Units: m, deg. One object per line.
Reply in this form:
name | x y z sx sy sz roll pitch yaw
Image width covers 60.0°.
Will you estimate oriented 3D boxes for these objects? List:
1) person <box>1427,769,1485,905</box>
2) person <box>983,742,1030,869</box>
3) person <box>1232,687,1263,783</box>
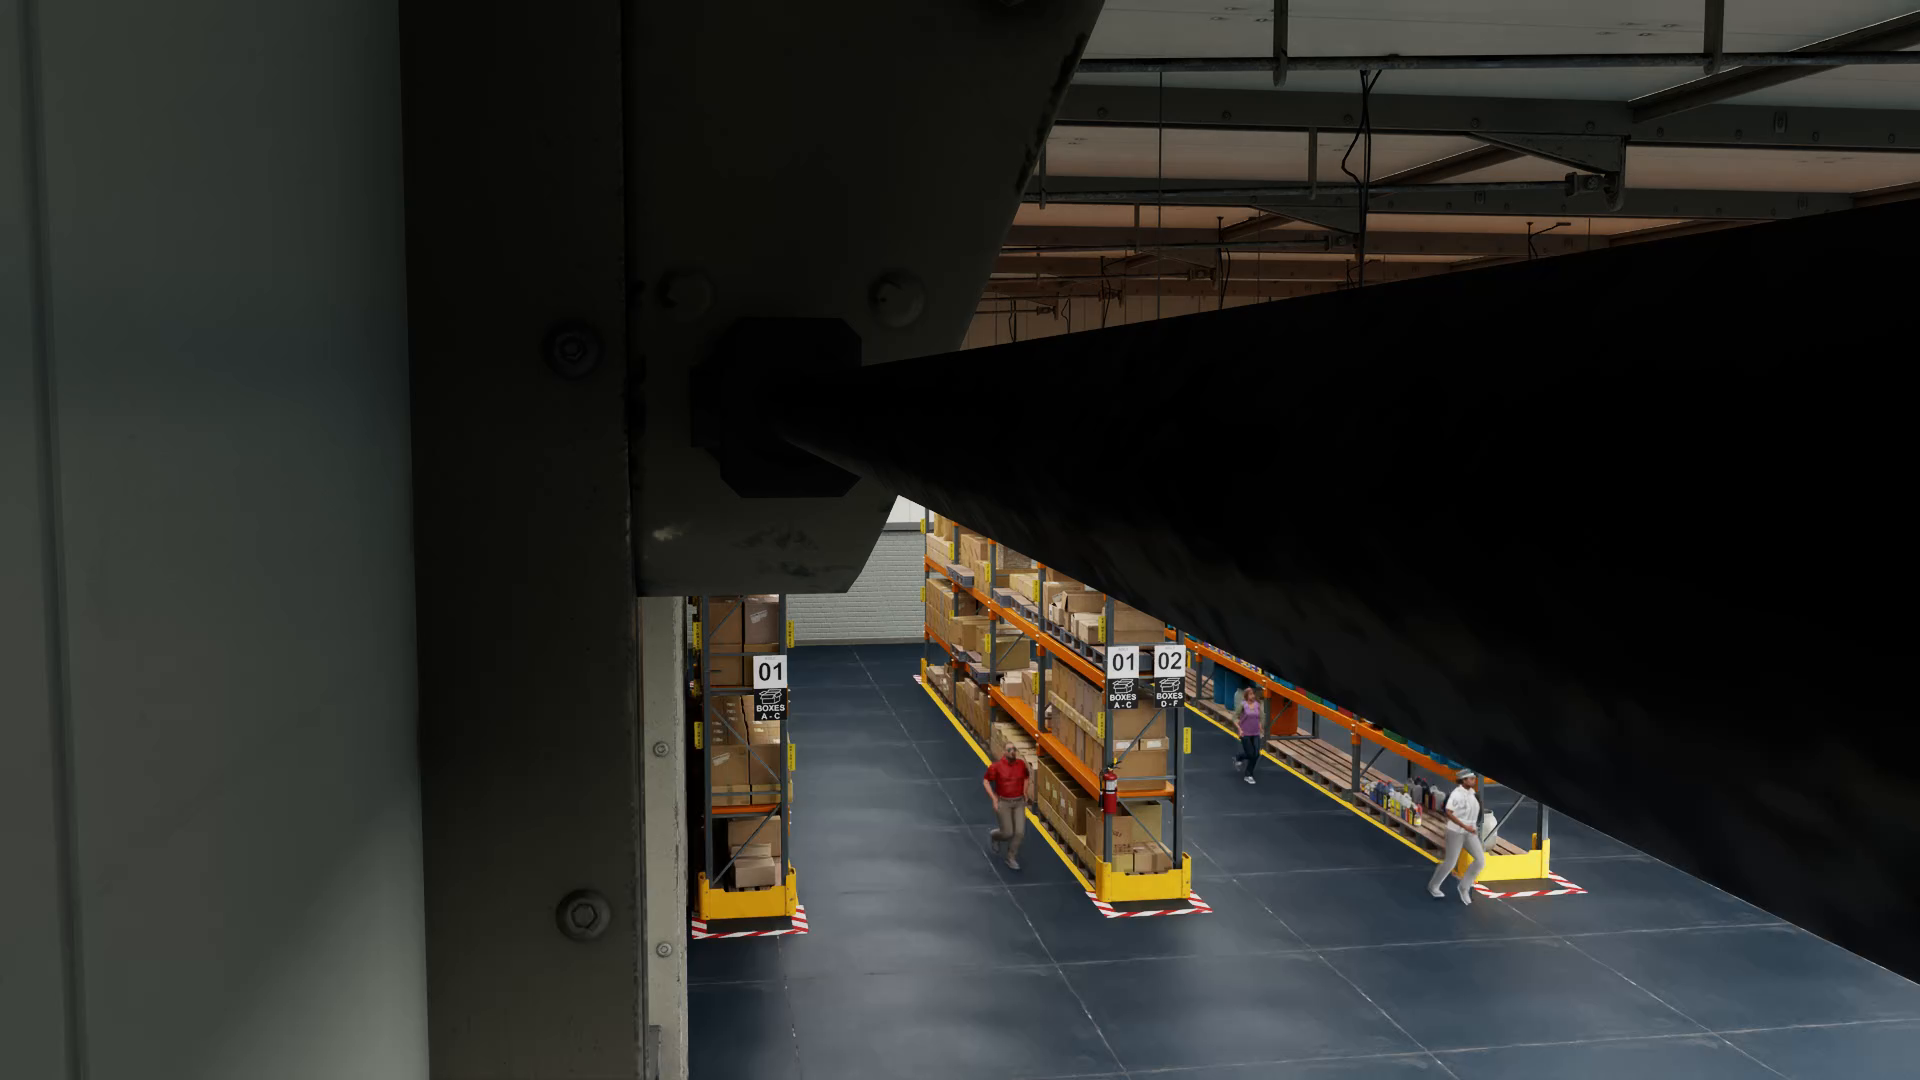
person | 6.291 3.683 20.831 0.656 1.696 0.661 -4 6 -36
person | 0.654 3.536 22.312 0.664 1.684 0.602 -2 5 -22
person | 4.710 3.179 27.154 0.538 1.550 0.549 -2 5 -17
